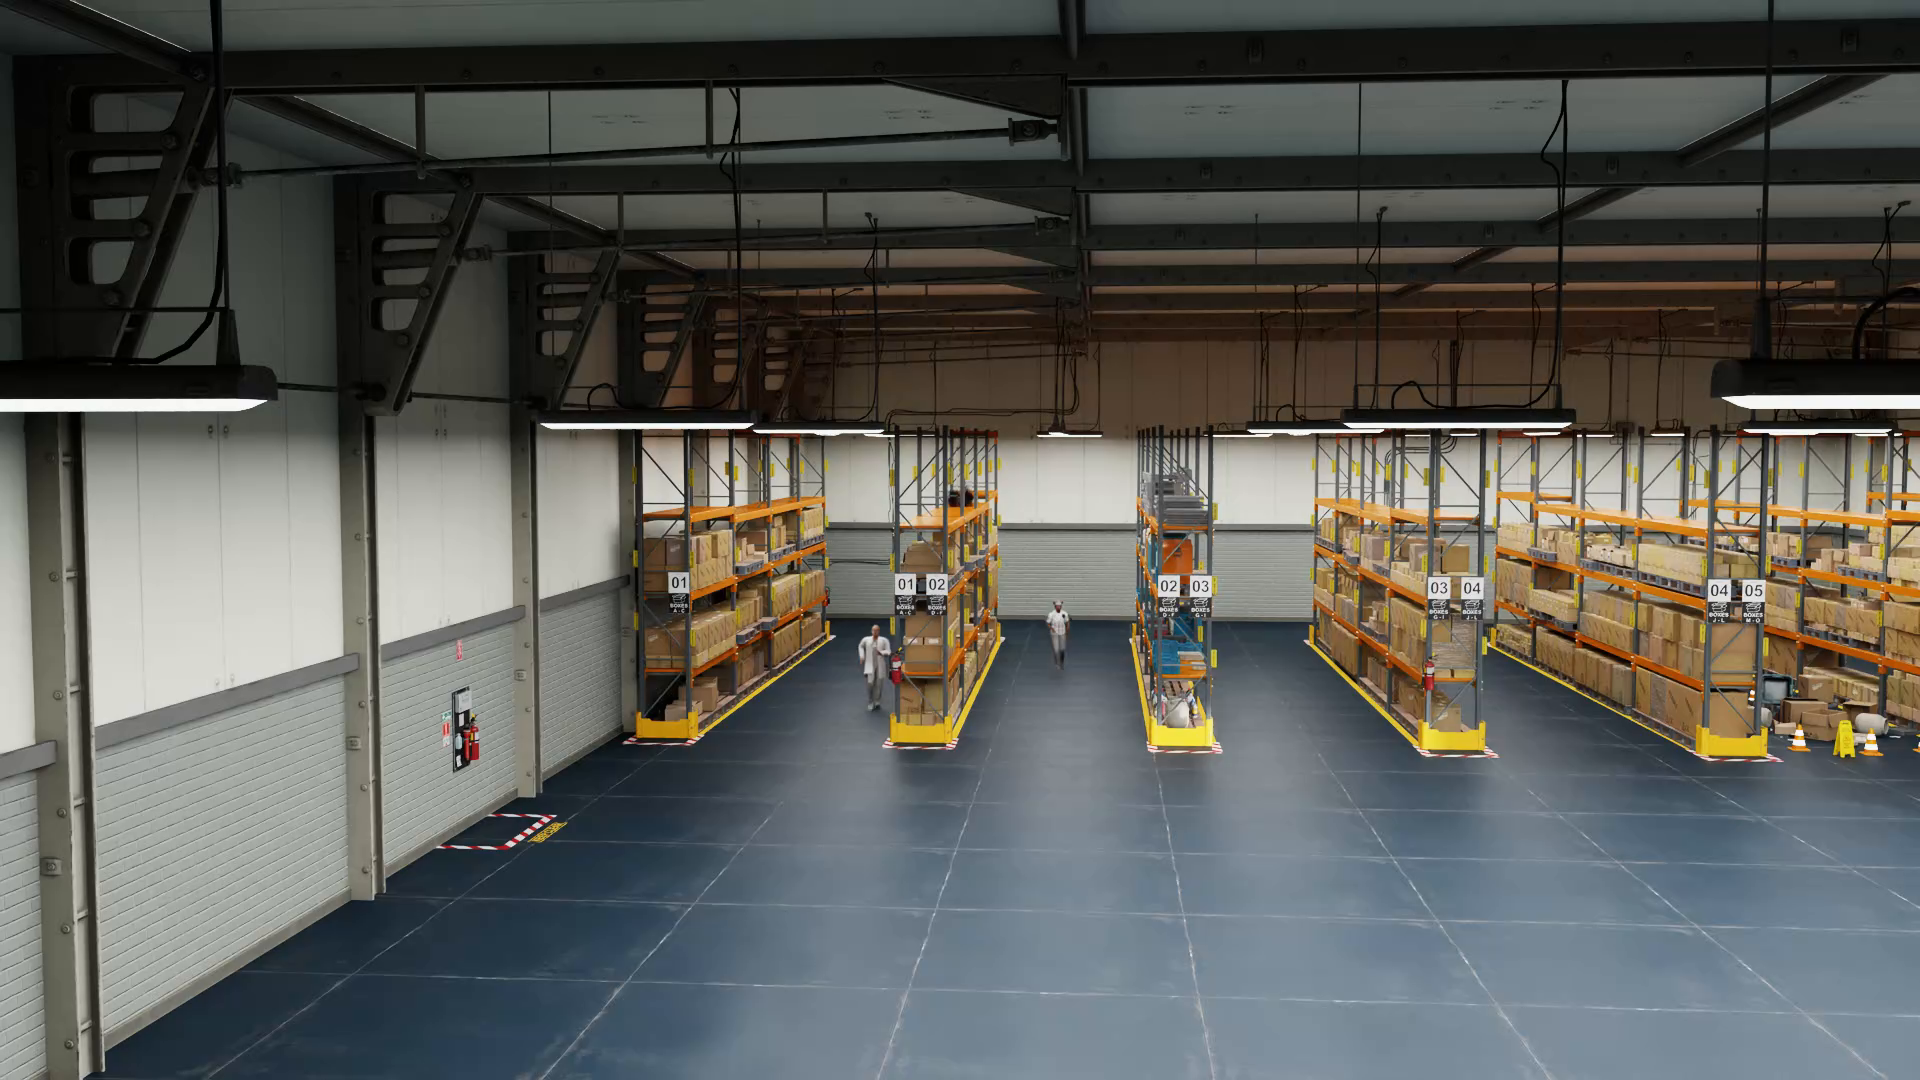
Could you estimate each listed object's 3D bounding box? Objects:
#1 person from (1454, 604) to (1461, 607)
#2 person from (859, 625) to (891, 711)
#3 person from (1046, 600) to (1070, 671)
[{"bbox_3d":[13.717,2.101,46.880,0.671,1.647,0.770,-2,4,-29],"label":"person"},{"bbox_3d":[-1.808,2.718,35.342,0.670,1.828,0.798,0,3,-5],"label":"person"},{"bbox_3d":[2.331,2.268,39.415,0.576,1.713,0.580,0,3,0],"label":"person"}]
